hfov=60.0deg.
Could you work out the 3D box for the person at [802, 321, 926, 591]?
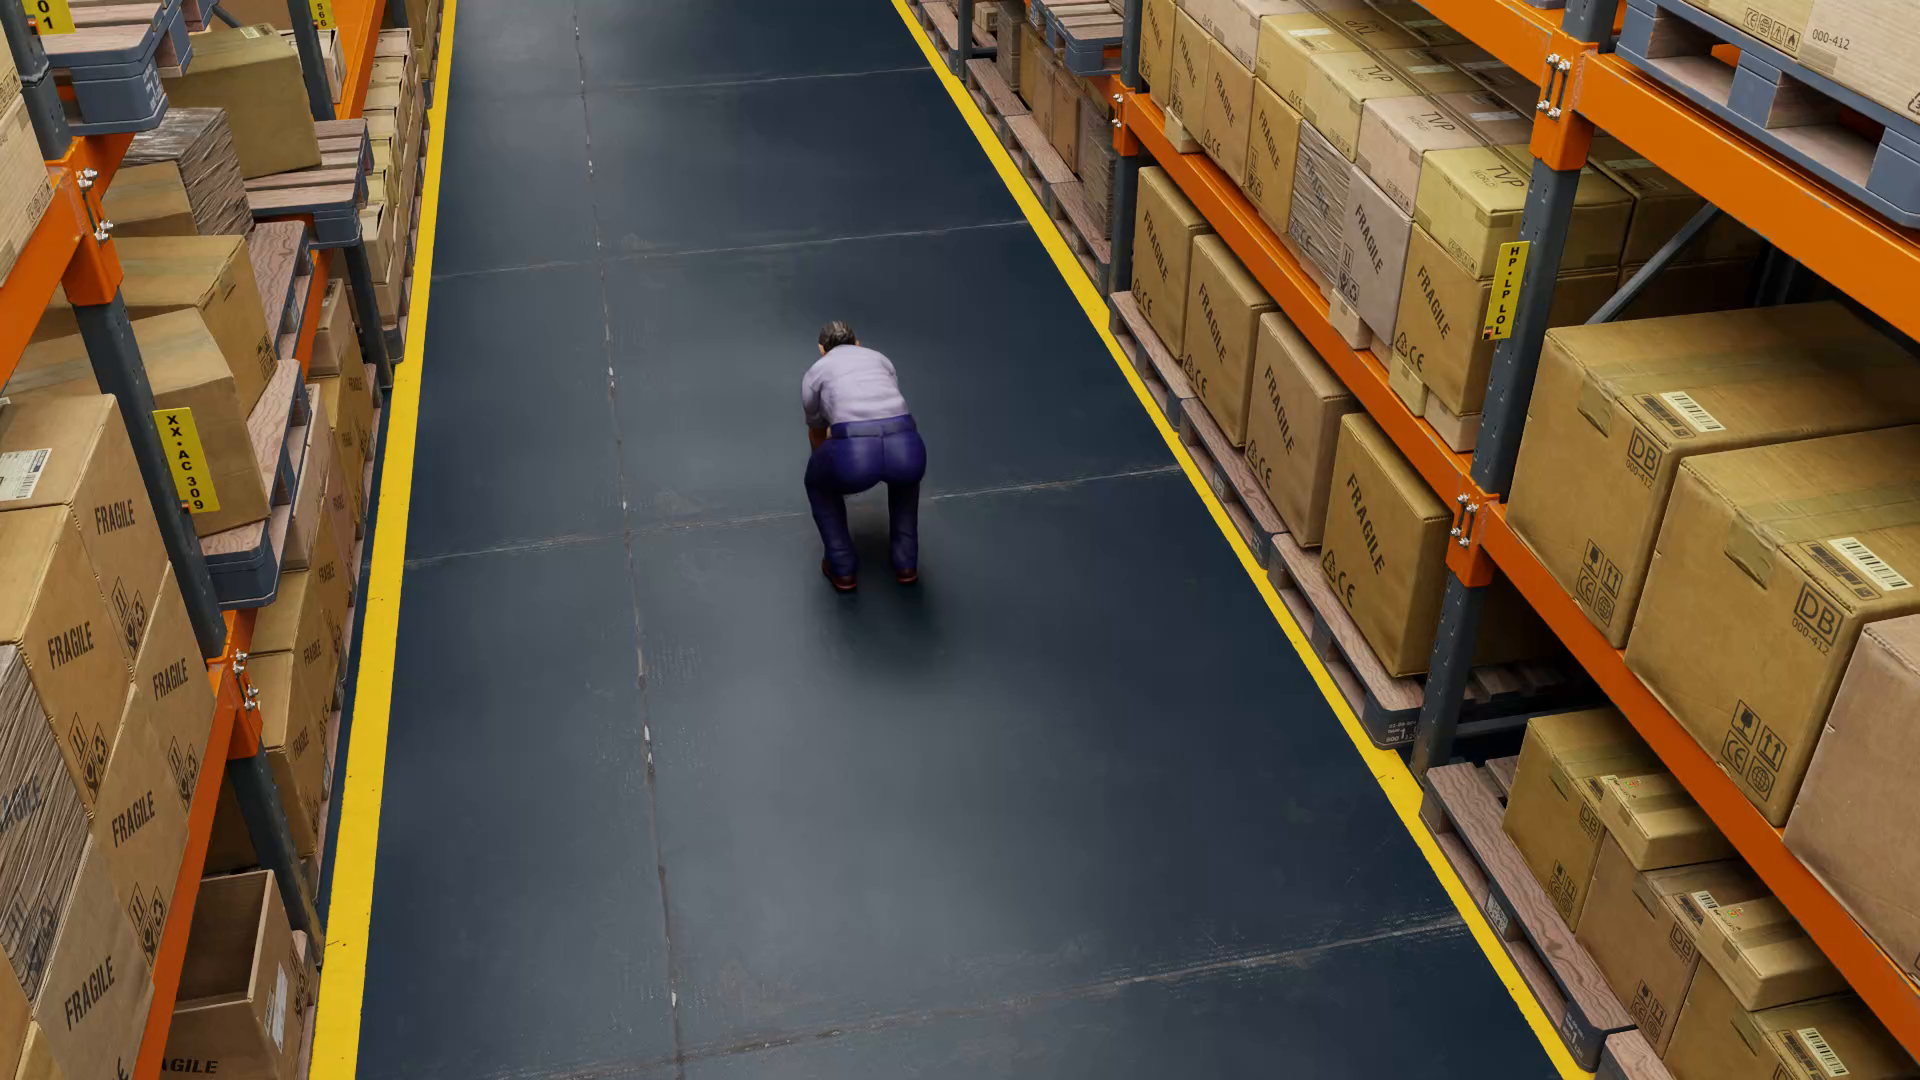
[{"bbox_3d":[-0.432,-0.346,7.254,0.515,0.976,0.893,-9,36,-13],"label":"person"}]
